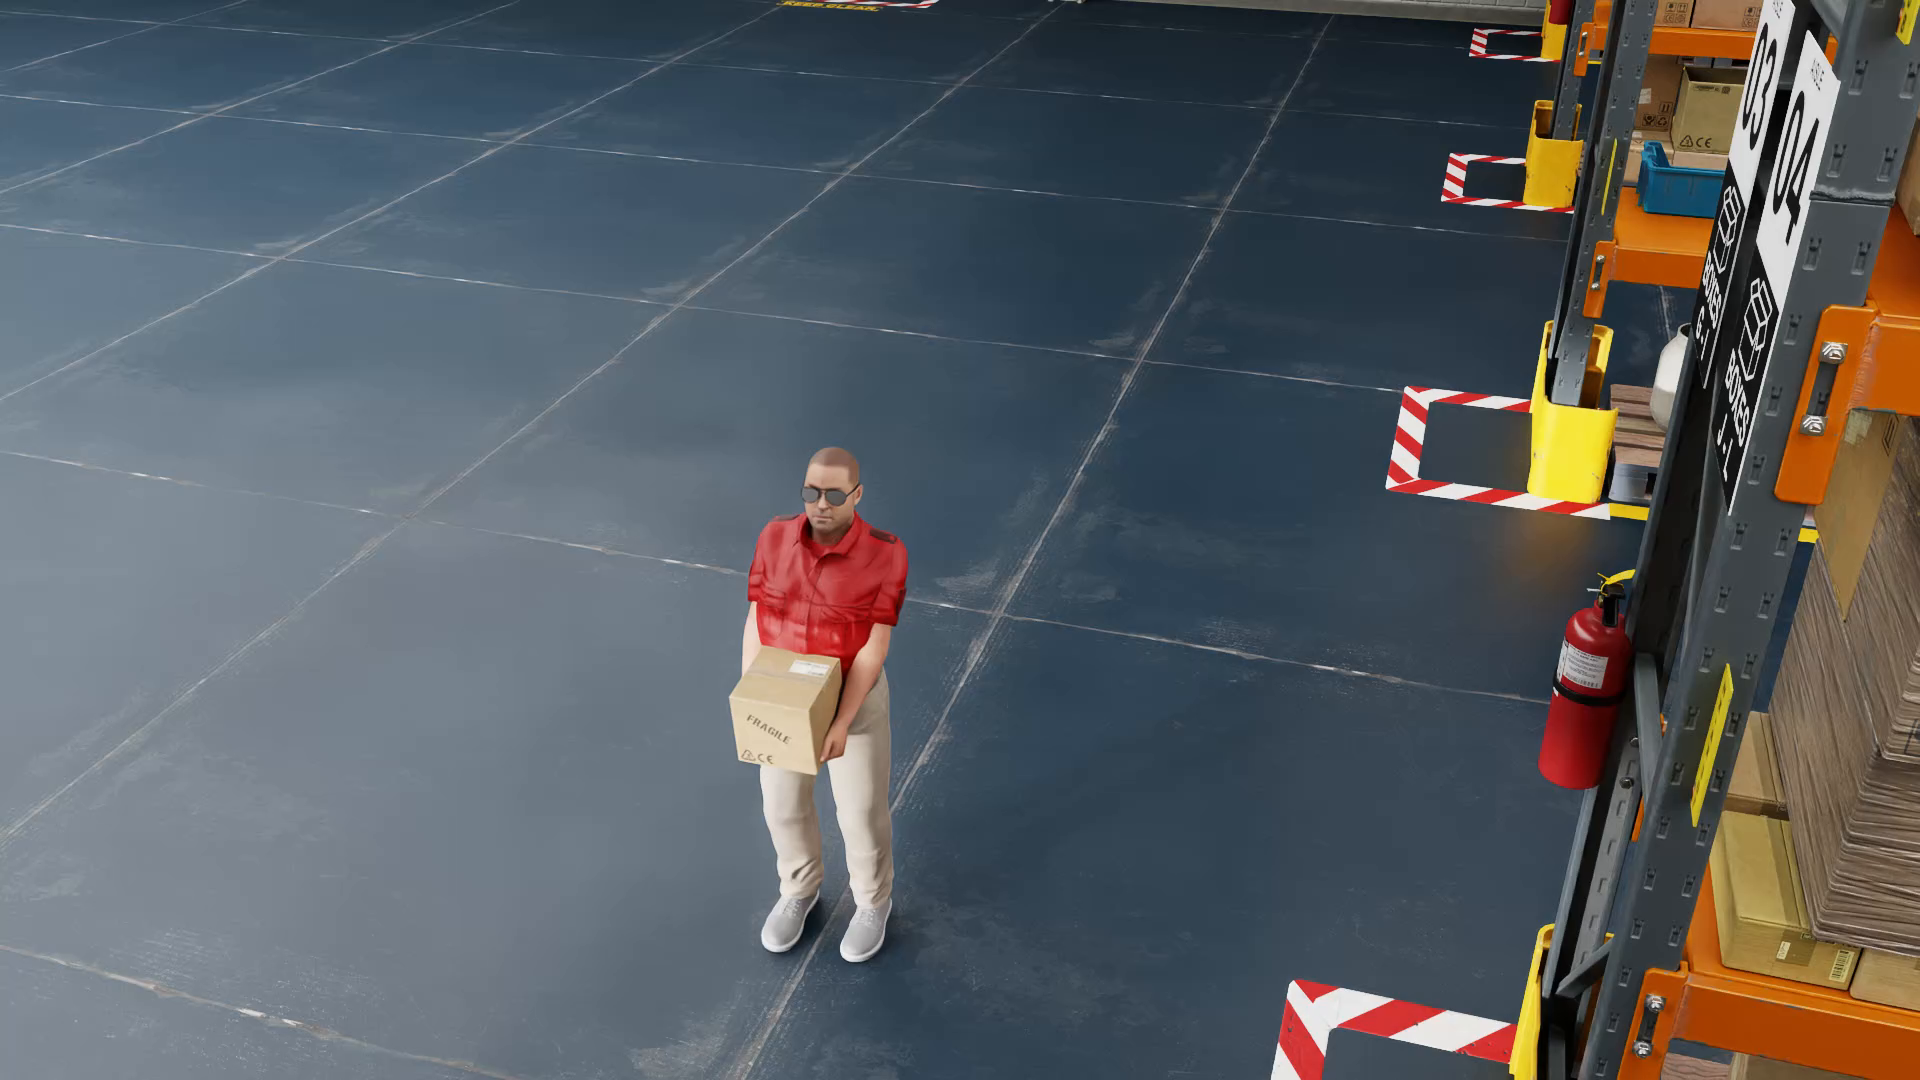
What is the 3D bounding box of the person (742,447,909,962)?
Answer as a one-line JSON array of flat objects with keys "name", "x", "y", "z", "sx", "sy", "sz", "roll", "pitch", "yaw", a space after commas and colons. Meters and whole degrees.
[{"name": "person", "x": -0.435, "y": 0.561, "z": 5.144, "sx": 0.493, "sy": 1.712, "sz": 0.531, "roll": 9, "pitch": 30, "yaw": 15}]
